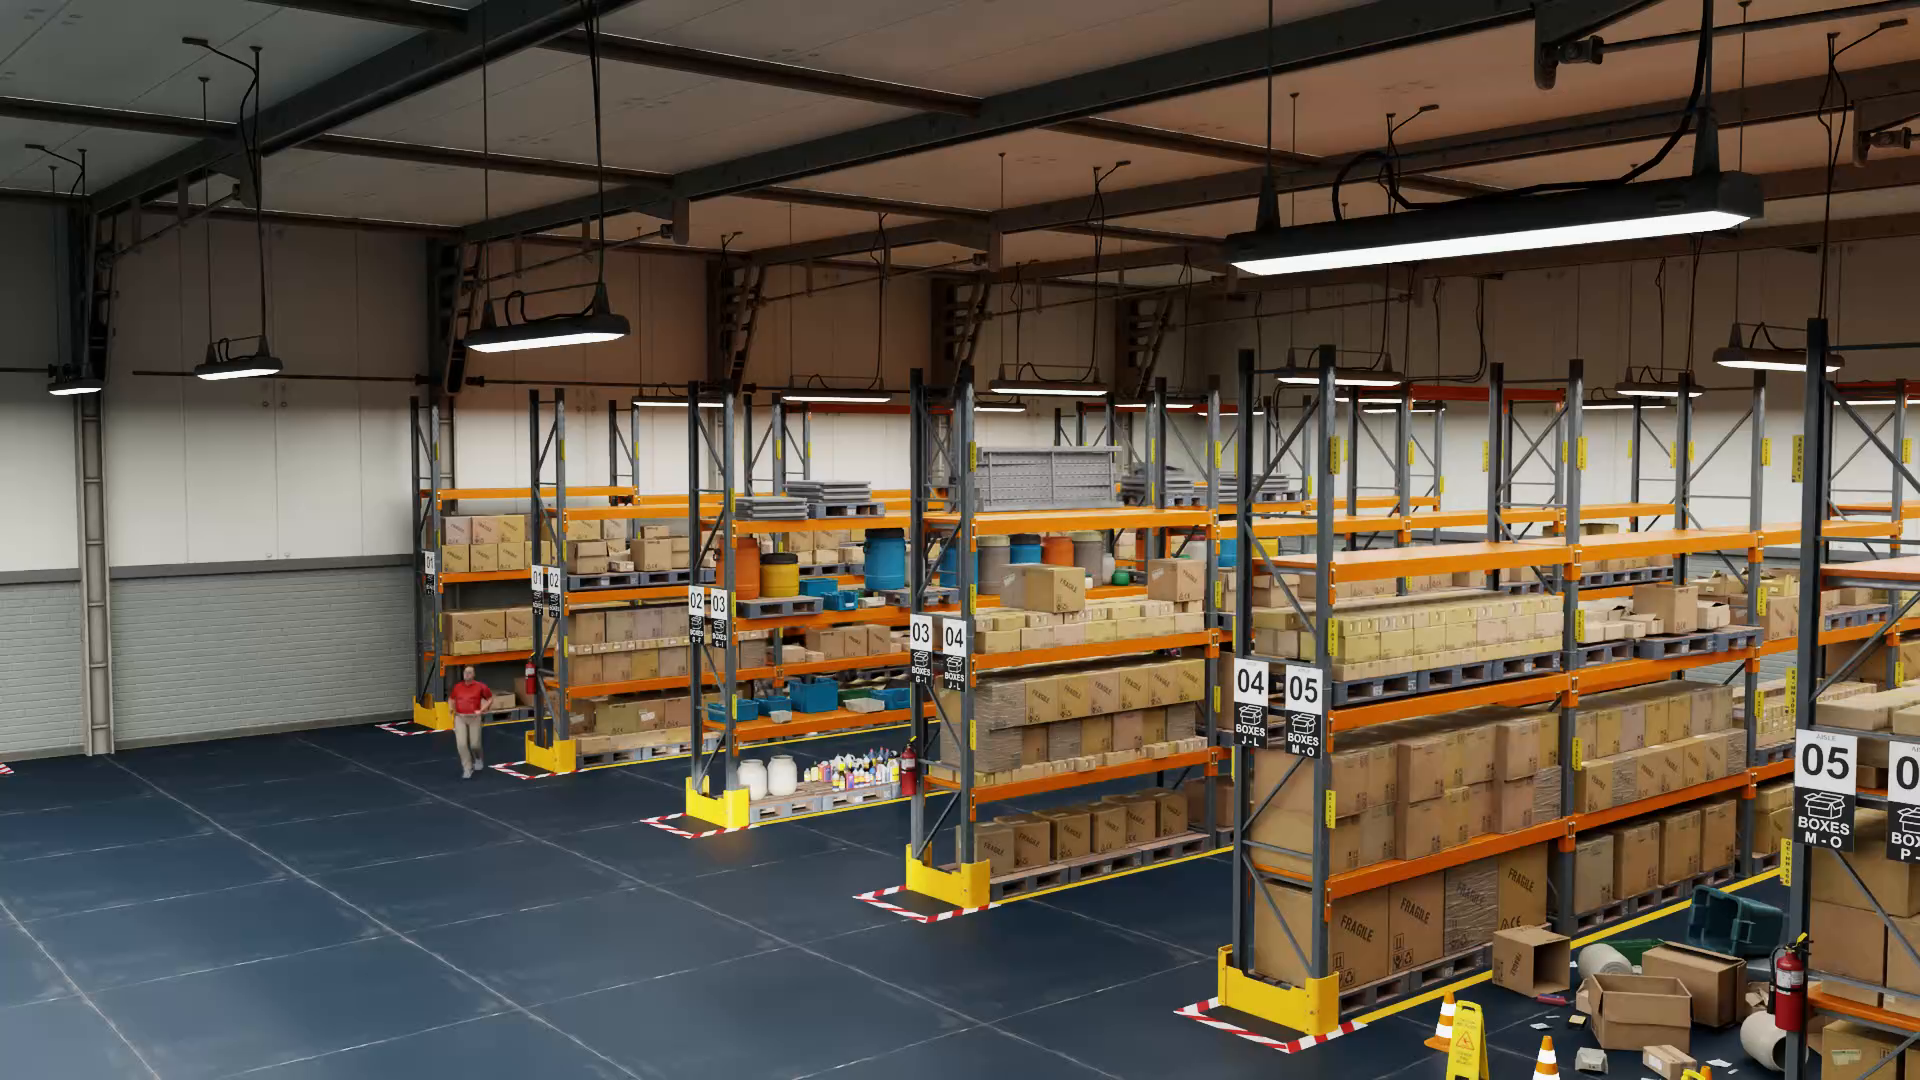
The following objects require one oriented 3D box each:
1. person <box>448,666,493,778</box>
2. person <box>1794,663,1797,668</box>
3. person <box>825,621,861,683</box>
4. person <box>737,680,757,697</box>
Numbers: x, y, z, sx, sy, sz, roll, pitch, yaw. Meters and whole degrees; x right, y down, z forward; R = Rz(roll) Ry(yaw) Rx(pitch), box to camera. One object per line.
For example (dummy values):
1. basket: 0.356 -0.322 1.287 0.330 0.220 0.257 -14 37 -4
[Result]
1. person: -7.615 2.820 25.829 0.698 1.726 0.620 0 3 -6
2. person: 12.961 2.786 25.490 0.922 1.844 0.672 -2 4 -27
3. person: -2.344 2.054 33.261 0.846 1.769 0.610 -3 5 -44
4. person: -4.081 2.483 31.324 0.599 1.622 0.664 3 4 40
